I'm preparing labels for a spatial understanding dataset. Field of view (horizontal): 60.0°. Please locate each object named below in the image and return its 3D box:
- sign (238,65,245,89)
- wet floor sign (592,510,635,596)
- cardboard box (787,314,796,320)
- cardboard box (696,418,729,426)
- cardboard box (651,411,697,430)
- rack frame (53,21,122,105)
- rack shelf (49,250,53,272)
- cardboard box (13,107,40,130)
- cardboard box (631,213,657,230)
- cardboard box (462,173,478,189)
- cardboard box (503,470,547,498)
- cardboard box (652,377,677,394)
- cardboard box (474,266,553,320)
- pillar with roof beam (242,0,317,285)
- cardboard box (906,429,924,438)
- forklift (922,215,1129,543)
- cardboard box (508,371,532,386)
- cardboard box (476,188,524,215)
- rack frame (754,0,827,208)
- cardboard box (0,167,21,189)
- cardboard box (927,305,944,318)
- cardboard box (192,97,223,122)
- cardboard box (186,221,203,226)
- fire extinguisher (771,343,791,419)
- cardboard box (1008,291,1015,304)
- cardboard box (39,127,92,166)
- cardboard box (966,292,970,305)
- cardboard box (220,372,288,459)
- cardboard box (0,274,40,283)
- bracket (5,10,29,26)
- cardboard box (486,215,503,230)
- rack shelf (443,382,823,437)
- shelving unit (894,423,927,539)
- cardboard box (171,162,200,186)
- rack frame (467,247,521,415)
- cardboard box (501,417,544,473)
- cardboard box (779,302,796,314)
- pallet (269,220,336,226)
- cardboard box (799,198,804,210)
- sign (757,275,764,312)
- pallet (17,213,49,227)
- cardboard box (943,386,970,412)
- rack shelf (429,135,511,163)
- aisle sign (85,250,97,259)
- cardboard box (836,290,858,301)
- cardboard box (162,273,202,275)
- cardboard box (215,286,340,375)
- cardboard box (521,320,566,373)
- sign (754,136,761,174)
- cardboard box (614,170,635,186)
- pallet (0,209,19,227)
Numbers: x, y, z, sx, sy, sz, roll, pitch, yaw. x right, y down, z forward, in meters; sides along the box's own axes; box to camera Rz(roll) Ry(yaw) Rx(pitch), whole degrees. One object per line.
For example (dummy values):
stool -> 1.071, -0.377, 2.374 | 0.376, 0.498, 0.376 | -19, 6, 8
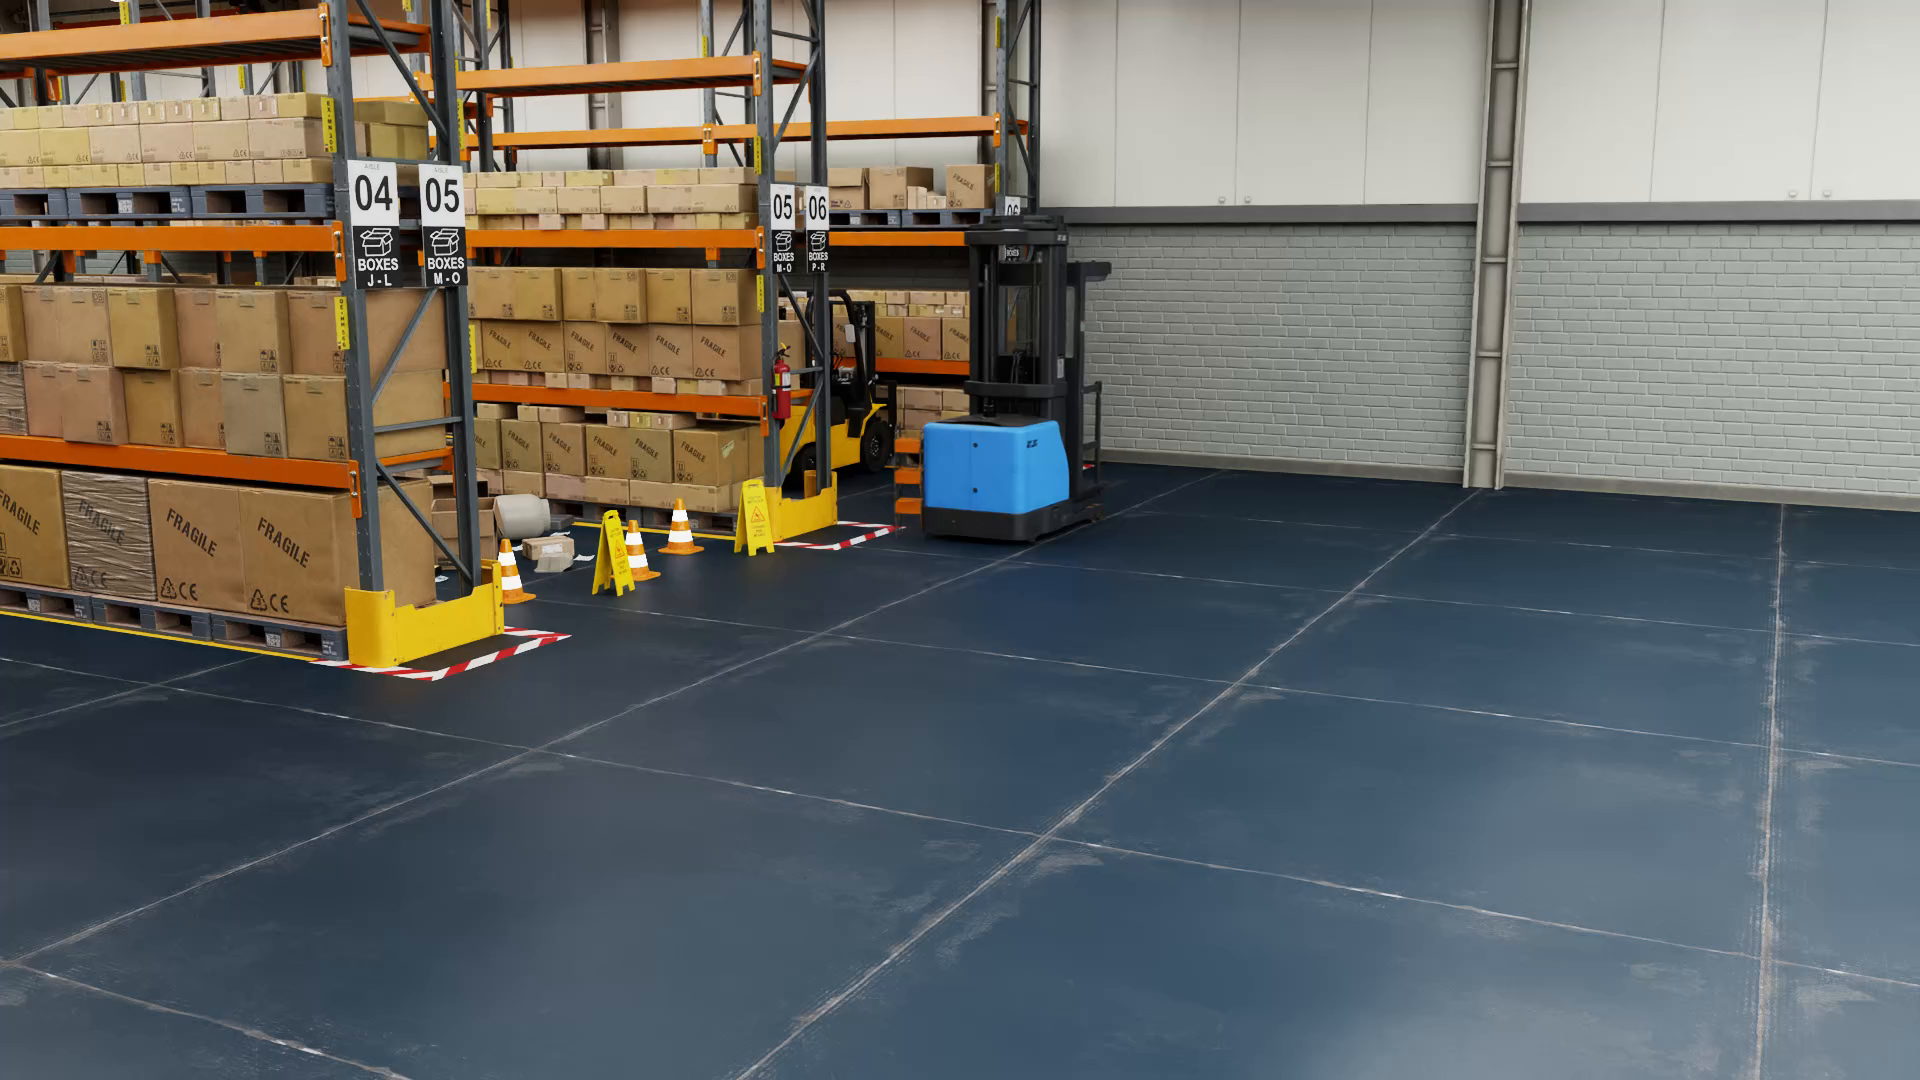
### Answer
sign -> -10.337, -6.658, 23.925 | 0.005, 0.325, 0.100 | 5, 11, 26
wet floor sign -> -2.709, 0.089, 12.946 | 0.232, 0.644, 0.267 | 3, 11, 16
cardboard box -> -2.149, -2.596, 20.893 | 0.500, 0.500, 0.500 | 5, 12, 27
cardboard box -> -2.605, -0.927, 16.384 | 0.500, 0.500, 0.500 | 5, 11, 24
cardboard box -> -2.705, -1.136, 15.716 | 0.250, 0.149, 0.380 | 5, 12, 27
rack frame -> -13.667, -6.560, 26.228 | 0.127, 3.000, 1.000 | 5, 11, 26
rack shelf -> -8.992, -2.350, 13.411 | 4.000, 0.370, 1.077 | 5, 11, 26
cardboard box -> -6.339, -2.929, 11.592 | 0.250, 0.149, 0.380 | 5, 11, 25
cardboard box -> -2.859, -2.973, 15.539 | 0.250, 0.149, 0.380 | 5, 11, 25
cardboard box -> -4.715, -3.521, 16.327 | 0.250, 0.149, 0.380 | 5, 12, 28
cardboard box -> -4.206, -0.593, 16.646 | 0.500, 0.250, 0.500 | 6, 12, 29
cardboard box -> -2.683, -1.467, 15.639 | 0.250, 0.149, 0.380 | 5, 12, 27
cardboard box -> -4.352, -2.444, 16.407 | 0.500, 0.500, 0.700 | 5, 11, 26
pillar with roof beam -> -12.211, -5.756, 21.786 | 0.548, 9.000, 9.100 | 5, 11, 26
cardboard box -> -0.322, -1.228, 20.154 | 0.500, 0.250, 0.500 | 5, 11, 26
forklift -> 0.782, -1.640, 16.082 | 1.130, 2.935, 3.031 | 5, 12, 27
cardboard box -> -4.251, -1.617, 16.467 | 0.250, 0.149, 0.380 | 5, 12, 28
cardboard box -> -4.359, -3.300, 16.226 | 0.500, 0.250, 0.500 | 5, 11, 25
rack frame -> -1.512, -4.506, 14.880 | 0.127, 3.000, 1.000 | 5, 11, 26
cardboard box -> -6.566, -2.556, 11.773 | 0.250, 0.149, 0.380 | 5, 11, 26
cardboard box -> -0.202, -2.744, 19.885 | 0.250, 0.149, 0.380 | 5, 12, 27
cardboard box -> -4.750, -2.789, 10.820 | 0.250, 0.149, 0.380 | 5, 12, 27
cardboard box -> -8.250, -3.522, 18.244 | 0.258, 0.266, 0.396 | 5, 11, 26
fire extinguisher -> -1.613, -1.433, 14.965 | 0.183, 0.674, 0.296 | 5, 11, 26
cardboard box -> 0.475, -2.922, 20.038 | 0.250, 0.149, 0.380 | 5, 11, 25
cardboard box -> -5.978, -2.713, 11.519 | 0.500, 0.250, 0.500 | 5, 11, 25
cardboard box -> 0.267, -2.856, 19.673 | 0.250, 0.149, 0.380 | 5, 11, 26
cardboard box -> -4.467, -0.891, 11.330 | 0.550, 0.550, 0.875 | 5, 11, 26
cardboard box -> -11.089, -2.885, 19.678 | 0.500, 0.500, 0.500 | 5, 11, 24
bracket -> -15.471, -8.598, 27.383 | 0.430, 0.232, 0.235 | 5, 11, 26
cardboard box -> -4.447, -3.126, 16.385 | 0.250, 0.149, 0.380 | 5, 11, 26
rack shelf -> -3.305, -1.358, 16.349 | 4.000, 0.370, 1.077 | 5, 11, 26
shelving unit -> -0.456, -0.544, 15.307 | 0.252, 1.050, 0.215 | 2, 11, 13
cardboard box -> -4.973, -2.416, 11.000 | 0.250, 0.149, 0.380 | 5, 11, 25
rack frame -> -6.493, -2.978, 23.279 | 0.127, 3.000, 1.000 | 5, 11, 26
cardboard box -> -4.204, -0.962, 16.579 | 0.500, 0.500, 0.500 | 6, 12, 28
cardboard box -> -2.069, -2.896, 20.727 | 0.250, 0.149, 0.380 | 5, 12, 27
pallet -> -6.537, -3.400, 17.717 | 1.003, 0.211, 1.213 | 5, 11, 26
cardboard box -> -1.949, -4.126, 20.449 | 0.250, 0.149, 0.380 | 5, 12, 28
sign -> -1.775, -2.192, 14.802 | 0.005, 0.325, 0.100 | 5, 11, 26
pallet -> -10.291, -3.697, 19.365 | 1.213, 0.211, 1.003 | 6, 12, 28
cardboard box -> 0.130, -1.679, 19.840 | 0.500, 0.250, 0.500 | 5, 12, 28
rack shelf -> -8.287, -5.536, 23.715 | 4.000, 0.370, 1.077 | 5, 11, 26
aisle sign -> -13.859, -4.846, 26.301 | 0.004, 0.787, 0.394 | 5, 11, 26
cardboard box -> -1.330, -2.999, 20.460 | 0.250, 0.149, 0.380 | 5, 11, 26
cardboard box -> -12.034, -3.853, 25.594 | 0.500, 0.500, 0.500 | 5, 12, 27
cardboard box -> -4.461, -1.425, 11.246 | 0.550, 0.550, 0.875 | 5, 11, 26
cardboard box -> -3.923, -1.908, 16.255 | 0.500, 0.500, 0.500 | 5, 11, 25
sign -> -1.775, -3.379, 14.587 | 0.005, 0.325, 0.100 | 5, 11, 26
cardboard box -> -3.041, -3.395, 15.632 | 0.250, 0.149, 0.380 | 5, 11, 24
pallet -> -8.043, -2.517, 12.849 | 1.217, 0.209, 0.805 | 5, 11, 24
